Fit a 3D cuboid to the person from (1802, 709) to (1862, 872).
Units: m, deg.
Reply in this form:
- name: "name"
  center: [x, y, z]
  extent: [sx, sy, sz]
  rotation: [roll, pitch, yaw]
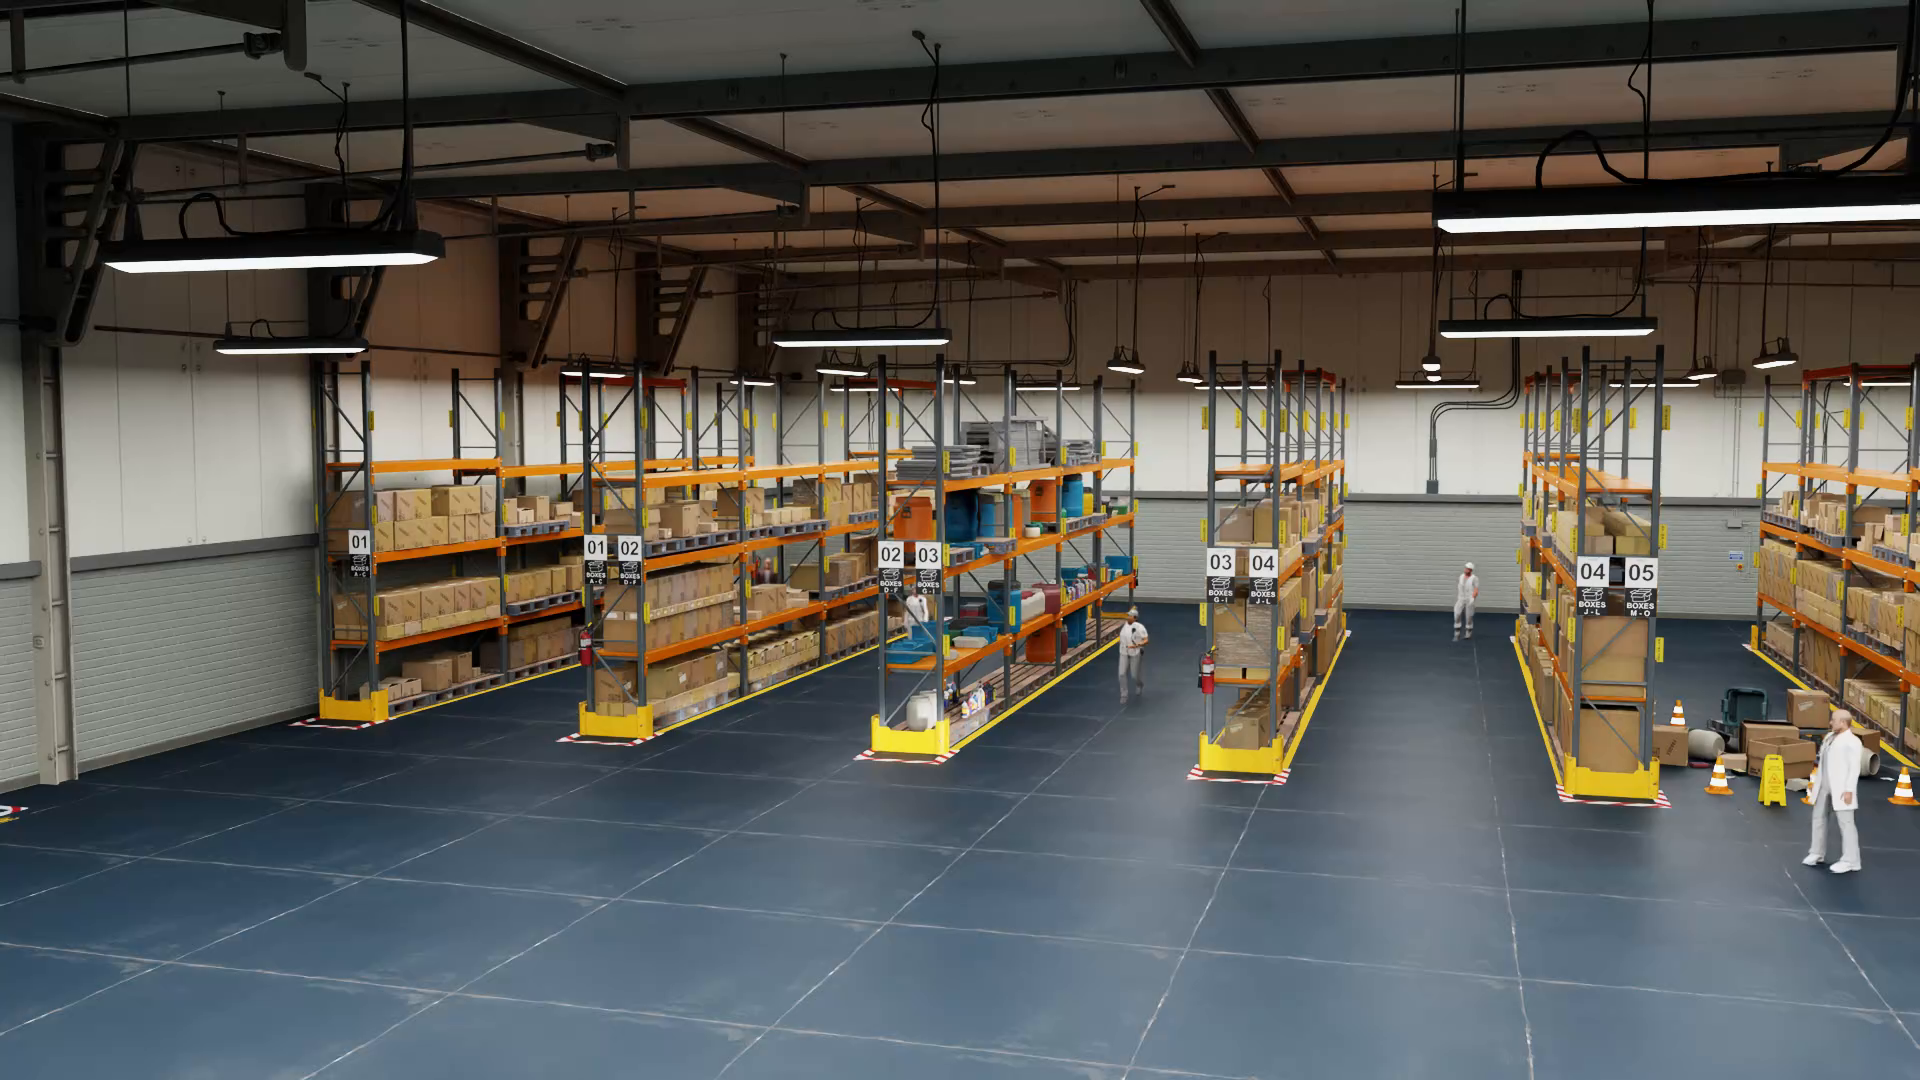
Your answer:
- name: "person"
  center: [9.764, 2.778, 18.633]
  extent: [0.499, 1.775, 0.627]
  rotation: [-2, 4, -23]

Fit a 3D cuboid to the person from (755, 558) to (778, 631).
- name: "person"
  center: [-4.589, 1.290, 39.566]
  extent: [0.662, 1.723, 1.118]
  rotation: [1, 4, 14]

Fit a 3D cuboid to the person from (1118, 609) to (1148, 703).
- name: "person"
  center: [3.132, 2.084, 29.788]
  extent: [0.566, 1.695, 0.746]
  rotation: [2, 4, 23]

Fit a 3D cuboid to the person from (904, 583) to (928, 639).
- name: "person"
  center: [-0.915, 1.699, 34.688]
  extent: [0.525, 1.640, 0.942]
  rotation: [1, 4, 10]

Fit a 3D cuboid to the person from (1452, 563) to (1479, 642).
- name: "person"
  center: [11.565, 1.423, 37.921]
  extent: [0.534, 1.800, 0.667]
  rotation: [3, 5, 35]
